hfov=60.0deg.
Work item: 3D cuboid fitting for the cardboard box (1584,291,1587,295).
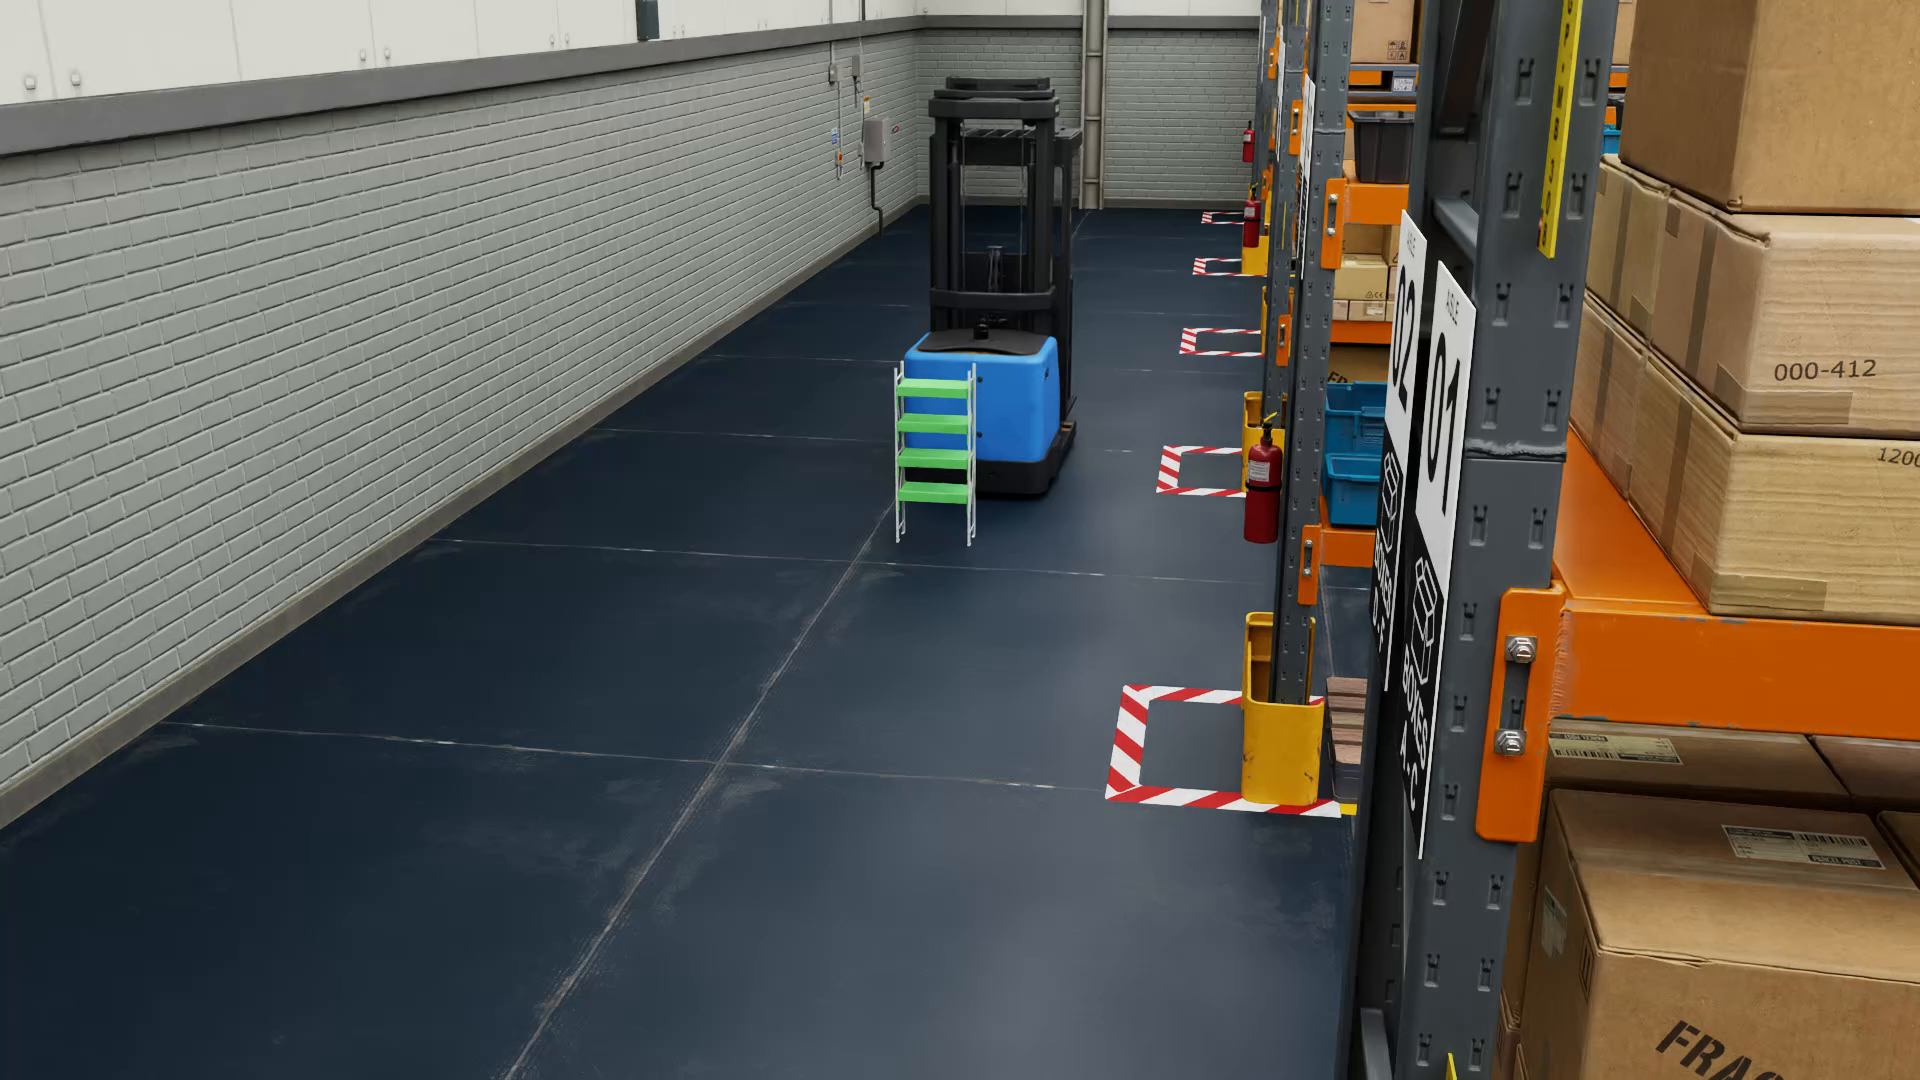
[{"bbox_3d":[4.331,-1.827,11.803,0.500,0.250,0.500,3,19,8],"label":"cardboard box"}]

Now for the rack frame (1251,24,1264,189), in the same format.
[{"bbox_3d":[4.730,-6.601,26.303,0.127,3.000,1.000,3,19,9],"label":"rack frame"}]

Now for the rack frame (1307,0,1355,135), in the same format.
[{"bbox_3d":[1.589,-3.234,6.786,0.127,3.000,1.000,3,19,9],"label":"rack frame"}]

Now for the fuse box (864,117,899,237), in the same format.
[{"bbox_3d":[-1.148,-5.362,24.630,0.414,1.711,0.539,3,19,9],"label":"fuse box"}]

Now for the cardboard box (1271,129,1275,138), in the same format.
[{"bbox_3d":[5.011,-6.379,26.036,0.250,0.149,0.380,3,19,8],"label":"cardboard box"}]

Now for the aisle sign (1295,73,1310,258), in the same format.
[{"bbox_3d":[1.564,-1.717,7.611,0.004,0.787,0.394,3,19,9],"label":"aisle sign"}]

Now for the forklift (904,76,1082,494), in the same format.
[{"bbox_3d":[0.354,-2.150,13.111,1.130,2.935,3.031,3,19,10],"label":"forklift"}]

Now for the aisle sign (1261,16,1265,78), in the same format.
[{"bbox_3d":[3.924,-6.379,21.543,0.004,0.787,0.394,3,19,9],"label":"aisle sign"}]

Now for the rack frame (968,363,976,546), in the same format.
[{"bbox_3d":[0.077,-0.565,11.101,0.015,1.200,0.240,3,19,9],"label":"rack frame"}]

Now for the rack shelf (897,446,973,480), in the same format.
[{"bbox_3d":[-0.163,-0.517,11.158,0.480,0.148,0.258,3,19,9],"label":"rack shelf"}]

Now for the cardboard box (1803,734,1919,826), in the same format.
[{"bbox_3d":[1.781,0.603,3.042,0.500,0.500,0.500,3,19,10],"label":"cardboard box"}]

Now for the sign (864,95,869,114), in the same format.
[{"bbox_3d":[-1.361,-6.357,24.274,0.001,0.242,0.339,3,19,9],"label":"sign"}]

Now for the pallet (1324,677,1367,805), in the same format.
[{"bbox_3d":[2.397,0.987,8.020,1.213,0.211,1.003,3,19,9],"label":"pallet"}]

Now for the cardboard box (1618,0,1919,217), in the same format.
[{"bbox_3d":[1.309,-0.761,2.388,0.500,0.500,0.700,3,19,9],"label":"cardboard box"}]

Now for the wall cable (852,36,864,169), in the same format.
[{"bbox_3d":[-1.411,-6.248,23.649,0.122,1.984,0.588,3,19,9],"label":"wall cable"}]

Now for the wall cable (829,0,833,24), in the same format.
[{"bbox_3d":[-1.715,-8.088,21.294,0.029,3.000,0.463,3,19,9],"label":"wall cable"}]

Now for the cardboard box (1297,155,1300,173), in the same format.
[{"bbox_3d":[4.375,-4.979,21.298,0.500,0.500,0.500,3,19,8],"label":"cardboard box"}]

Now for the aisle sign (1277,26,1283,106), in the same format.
[{"bbox_3d":[3.141,-4.632,16.322,0.004,0.787,0.394,3,19,9],"label":"aisle sign"}]

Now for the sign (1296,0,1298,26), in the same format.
[{"bbox_3d":[2.280,-3.642,11.230,0.005,0.325,0.100,3,19,9],"label":"sign"}]

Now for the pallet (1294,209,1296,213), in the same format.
[{"bbox_3d":[5.592,-5.234,26.615,1.213,0.211,1.003,3,19,9],"label":"pallet"}]

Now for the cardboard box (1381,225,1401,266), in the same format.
[{"bbox_3d":[3.299,-2.232,11.833,0.500,0.500,0.500,2,19,7],"label":"cardboard box"}]

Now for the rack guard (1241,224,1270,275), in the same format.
[{"bbox_3d":[3.923,-3.861,22.055,0.348,0.500,1.175,3,19,9],"label":"rack guard"}]

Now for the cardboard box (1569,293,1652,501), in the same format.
[{"bbox_3d":[1.348,-0.245,2.818,0.500,0.250,0.500,3,19,9],"label":"cardboard box"}]

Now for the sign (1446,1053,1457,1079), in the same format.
[{"bbox_3d":[0.713,0.922,2.455,0.005,0.325,0.100,3,19,9],"label":"sign"}]

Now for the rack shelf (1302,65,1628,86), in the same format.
[{"bbox_3d":[5.236,-4.470,16.342,4.000,0.370,1.077,3,19,9],"label":"rack shelf"}]

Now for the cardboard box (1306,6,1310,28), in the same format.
[{"bbox_3d":[4.405,-6.649,21.136,0.500,0.250,0.500,1,19,4],"label":"cardboard box"}]

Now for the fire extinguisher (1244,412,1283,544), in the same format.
[{"bbox_3d":[1.512,-0.325,8.258,0.183,0.674,0.296,3,19,9],"label":"fire extinguisher"}]

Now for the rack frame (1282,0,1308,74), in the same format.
[{"bbox_3d":[2.374,-4.786,11.424,0.127,3.000,1.000,3,19,9],"label":"rack frame"}]

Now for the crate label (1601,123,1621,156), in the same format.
[{"bbox_3d":[2.448,-1.593,6.844,0.502,0.251,0.408,3,19,9],"label":"crate label"}]

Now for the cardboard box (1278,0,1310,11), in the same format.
[{"bbox_3d":[5.128,-8.229,25.422,0.500,0.250,0.500,3,19,8],"label":"cardboard box"}]

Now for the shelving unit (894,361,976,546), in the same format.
[{"bbox_3d":[-0.163,-0.577,11.138,0.503,1.200,0.258,3,19,9],"label":"shelving unit"}]

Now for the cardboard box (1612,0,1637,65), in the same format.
[{"bbox_3d":[4.518,-3.576,11.558,0.500,0.500,0.700,4,19,11],"label":"cardboard box"}]

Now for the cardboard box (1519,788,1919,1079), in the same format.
[{"bbox_3d":[1.196,0.746,2.613,0.500,0.500,0.500,3,19,10],"label":"cardboard box"}]

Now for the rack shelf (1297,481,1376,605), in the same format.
[{"bbox_3d":[3.563,0.053,7.551,4.000,0.370,1.077,3,19,9],"label":"rack shelf"}]

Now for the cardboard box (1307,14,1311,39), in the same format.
[{"bbox_3d":[3.756,-5.134,16.642,0.500,0.250,0.500,2,19,7],"label":"cardboard box"}]

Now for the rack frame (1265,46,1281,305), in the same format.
[{"bbox_3d":[3.261,-3.489,17.005,0.127,3.000,1.000,3,19,9],"label":"rack frame"}]

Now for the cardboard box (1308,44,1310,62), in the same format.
[{"bbox_3d":[3.664,-4.738,16.246,0.500,0.250,0.500,4,19,11],"label":"cardboard box"}]

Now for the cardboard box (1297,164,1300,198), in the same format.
[{"bbox_3d":[3.745,-3.736,17.115,0.500,0.500,0.500,3,19,10],"label":"cardboard box"}]

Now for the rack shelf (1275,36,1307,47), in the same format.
[{"bbox_3d":[6.705,-7.581,25.640,4.000,0.370,1.077,3,19,9],"label":"rack shelf"}]

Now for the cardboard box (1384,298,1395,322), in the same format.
[{"bbox_3d":[3.179,-1.675,11.978,0.250,0.149,0.380,2,19,7],"label":"cardboard box"}]

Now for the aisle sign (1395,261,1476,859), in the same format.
[{"bbox_3d":[0.685,0.018,2.424,0.004,0.787,0.394,3,19,9],"label":"aisle sign"}]

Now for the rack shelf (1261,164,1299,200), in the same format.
[{"bbox_3d":[5.921,-4.603,21.468,4.000,0.370,1.077,3,19,9],"label":"rack shelf"}]

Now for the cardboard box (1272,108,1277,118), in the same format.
[{"bbox_3d":[5.226,-6.730,26.459,0.500,0.250,0.500,3,19,10],"label":"cardboard box"}]
